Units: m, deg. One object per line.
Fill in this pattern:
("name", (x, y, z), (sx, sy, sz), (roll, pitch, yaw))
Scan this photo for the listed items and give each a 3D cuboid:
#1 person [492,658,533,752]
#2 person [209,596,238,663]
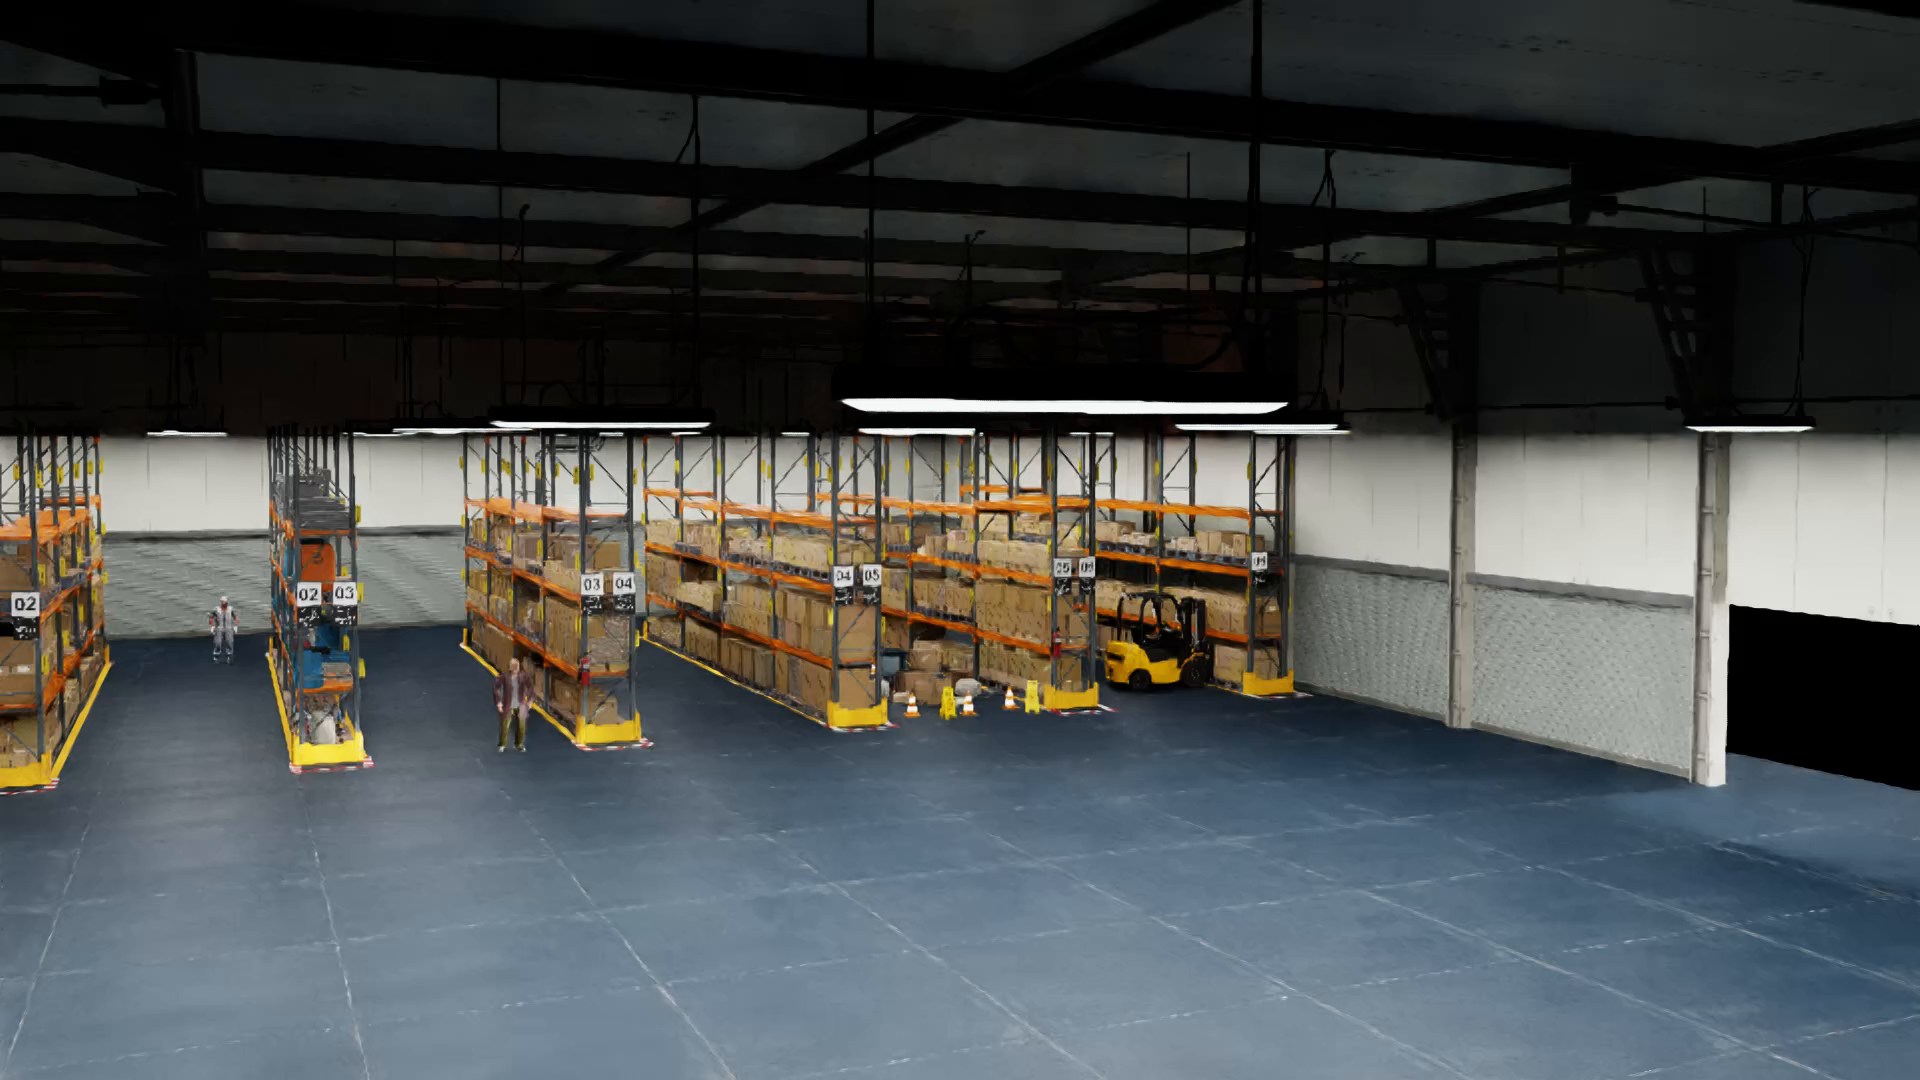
("person", (-8.158, 3.007, 30.337), (0.729, 1.733, 0.546), (-2, 4, -24))
("person", (-18.726, 2.277, 42.310), (0.677, 1.742, 0.552), (-2, 4, -25))
